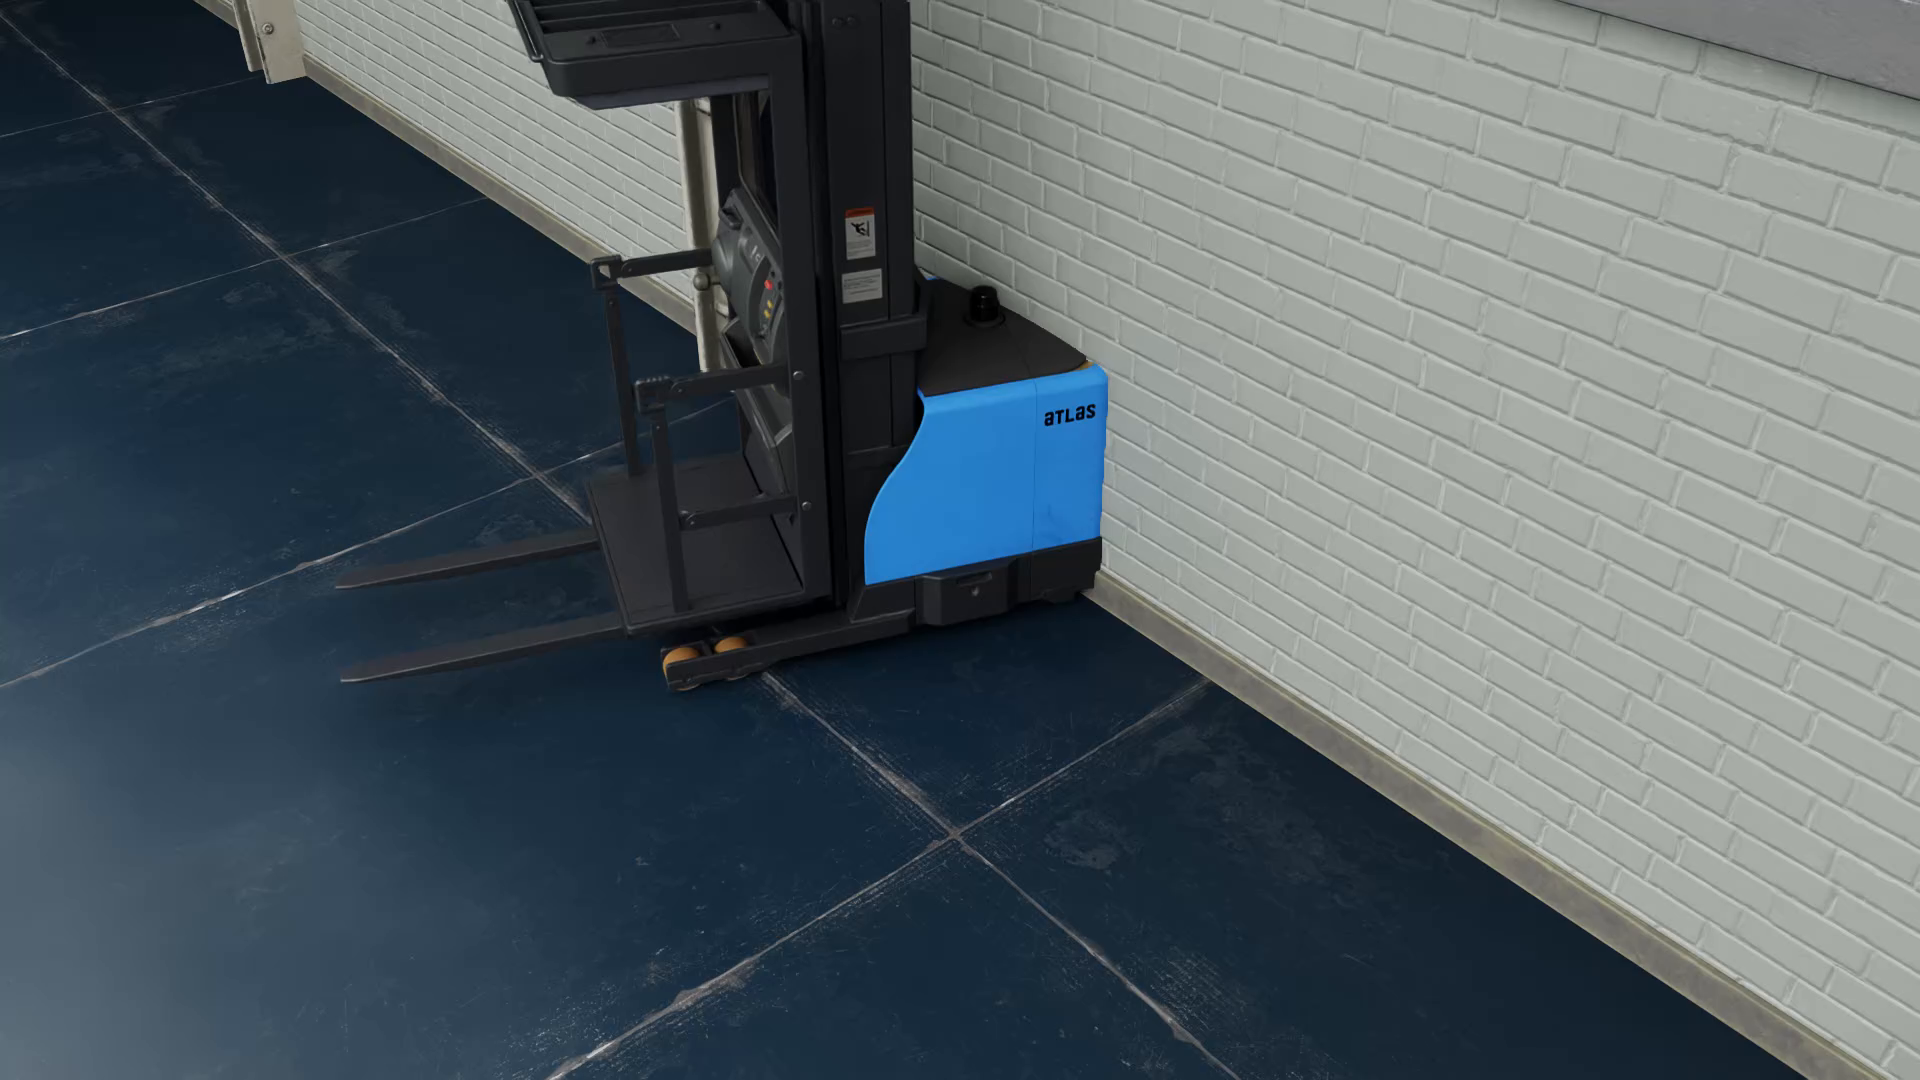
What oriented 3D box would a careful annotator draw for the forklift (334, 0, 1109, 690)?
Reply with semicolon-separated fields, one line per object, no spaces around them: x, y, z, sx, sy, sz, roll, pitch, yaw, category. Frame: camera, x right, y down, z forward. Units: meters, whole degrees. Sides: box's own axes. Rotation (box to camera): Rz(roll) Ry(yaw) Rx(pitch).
-0.960;-0.960;6.069;3.031;2.935;1.130;-11;37;-15;forklift

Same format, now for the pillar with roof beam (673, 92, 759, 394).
-4.339;-2.804;3.423;9.100;9.000;0.400;-26;43;-32;pillar with roof beam

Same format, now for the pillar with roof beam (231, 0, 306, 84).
-8.211;-5.453;7.164;9.100;9.000;0.400;-26;43;-32;pillar with roof beam
